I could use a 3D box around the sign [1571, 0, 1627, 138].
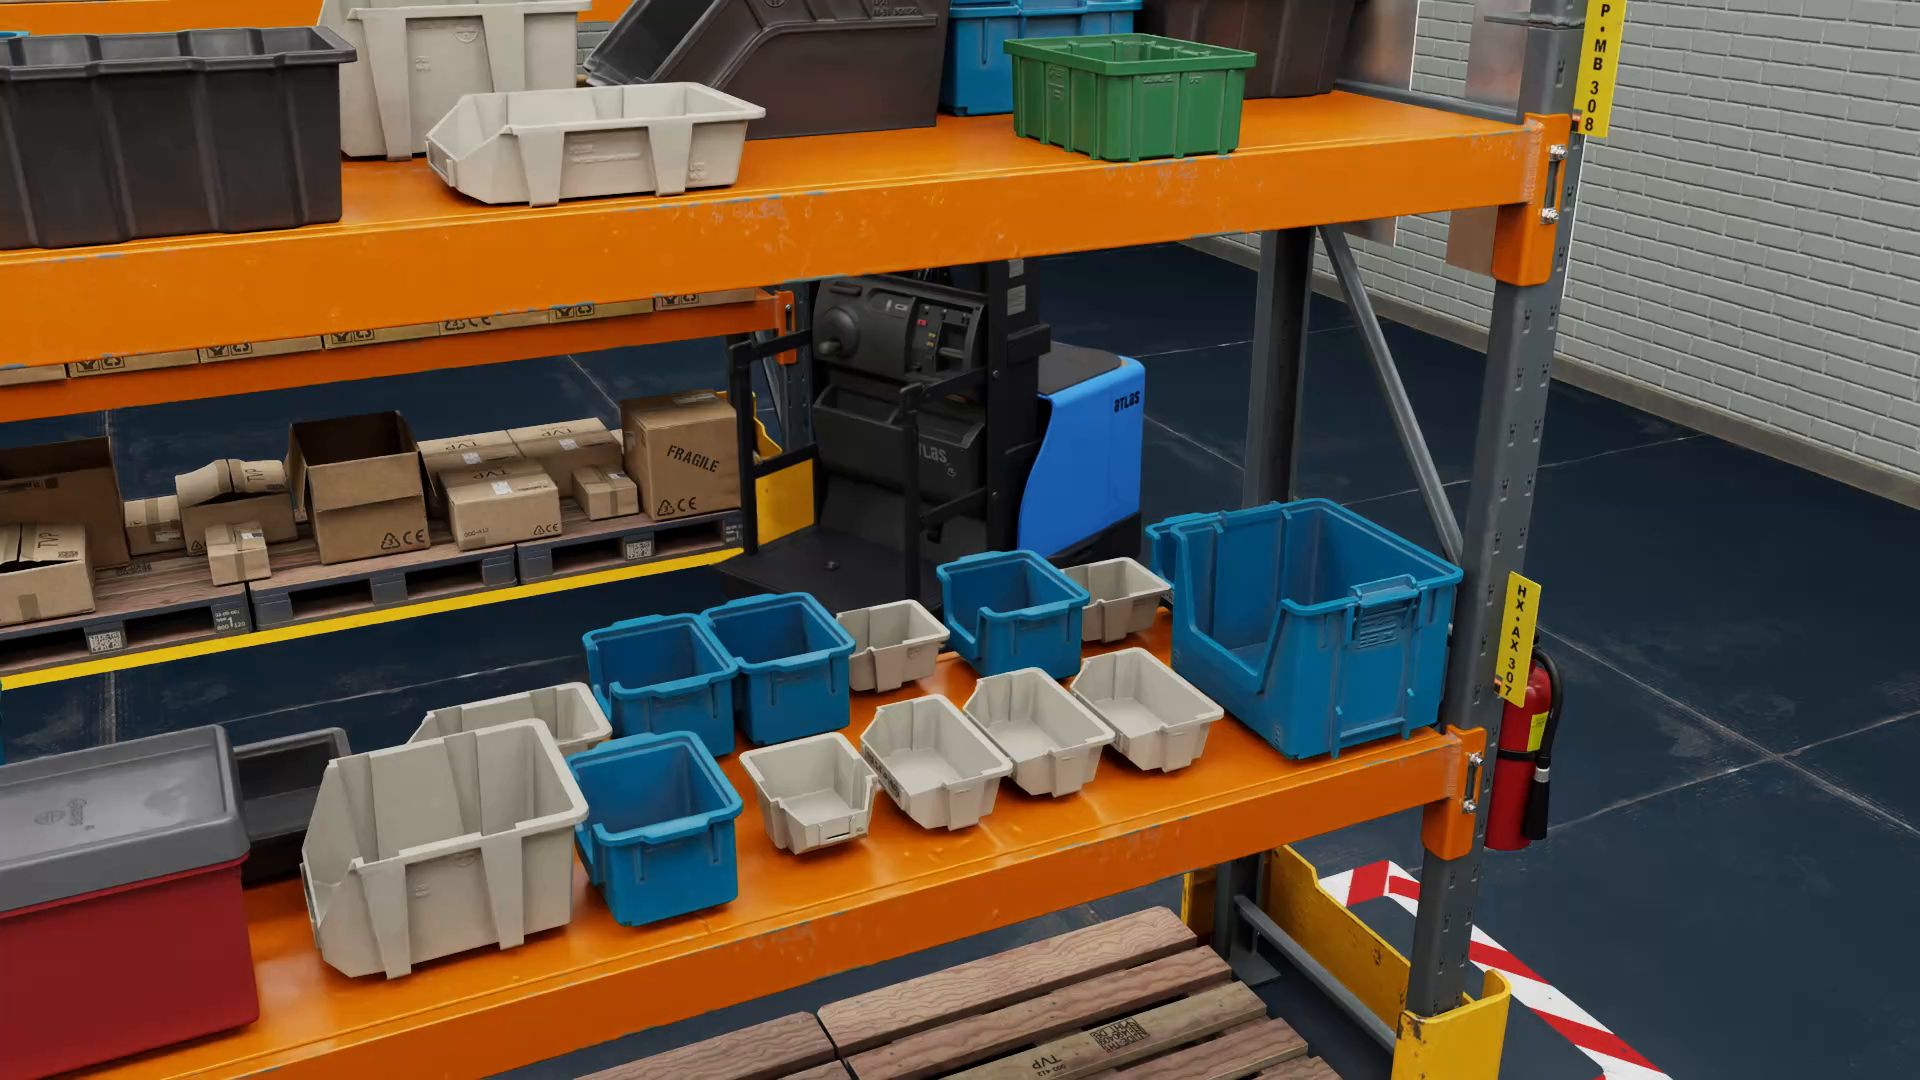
[{"bbox_3d":[1.349,-1.020,3.507,0.005,0.325,0.100,-10,25,-24],"label":"sign"}]

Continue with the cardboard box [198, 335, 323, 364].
[{"bbox_3d":[-3.165,-1.118,7.399,0.500,0.500,0.500,-11,25,-24],"label":"cardboard box"}]

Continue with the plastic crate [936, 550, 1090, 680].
[{"bbox_3d":[0.137,0.217,4.444,0.300,0.233,0.416,-10,25,-24],"label":"plastic crate"}]

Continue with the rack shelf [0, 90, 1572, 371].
[{"bbox_3d":[-0.707,-0.591,3.275,4.000,0.370,1.077,-10,25,-24],"label":"rack shelf"}]

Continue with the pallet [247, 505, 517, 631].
[{"bbox_3d":[-2.934,0.058,8.335,1.213,0.211,1.003,-10,25,-24],"label":"pallet"}]

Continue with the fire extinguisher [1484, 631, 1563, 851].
[{"bbox_3d":[1.428,0.470,4.280,0.183,0.674,0.296,-10,25,-24],"label":"fire extinguisher"}]

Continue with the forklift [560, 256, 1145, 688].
[{"bbox_3d":[-0.413,-0.914,7.125,1.130,2.935,3.031,18,28,36],"label":"forklift"}]

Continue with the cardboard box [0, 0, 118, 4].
[{"bbox_3d":[-3.656,-2.307,6.675,0.500,0.250,0.500,-10,25,-24],"label":"cardboard box"}]

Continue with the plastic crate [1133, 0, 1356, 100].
[{"bbox_3d":[0.628,-1.227,4.041,0.590,0.269,0.497,-10,25,-24],"label":"plastic crate"}]

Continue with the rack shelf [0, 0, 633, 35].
[{"bbox_3d":[-2.852,-2.299,7.400,4.000,0.370,1.077,-10,25,-24],"label":"rack shelf"}]

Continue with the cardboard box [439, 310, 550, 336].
[{"bbox_3d":[-2.253,-1.287,7.806,0.500,0.500,0.500,-10,25,-23],"label":"cardboard box"}]

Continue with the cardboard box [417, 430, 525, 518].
[{"bbox_3d":[-2.564,-0.351,8.697,0.500,0.250,0.500,-10,25,-24],"label":"cardboard box"}]

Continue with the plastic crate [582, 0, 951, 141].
[{"bbox_3d":[-0.400,-1.068,3.567,0.767,0.338,0.504,-10,25,-24],"label":"plastic crate"}]

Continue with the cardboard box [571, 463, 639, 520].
[{"bbox_3d":[-1.837,-0.260,8.585,0.250,0.166,0.380,-10,25,-24],"label":"cardboard box"}]

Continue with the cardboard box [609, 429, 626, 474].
[{"bbox_3d":[-1.801,-0.479,9.113,0.250,0.166,0.380,-10,25,-24],"label":"cardboard box"}]

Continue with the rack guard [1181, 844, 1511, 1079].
[{"bbox_3d":[1.111,1.277,5.011,0.348,0.500,1.175,-10,25,-24],"label":"rack guard"}]

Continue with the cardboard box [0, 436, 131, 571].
[{"bbox_3d":[-4.263,-0.154,7.893,0.500,0.500,0.500,-10,25,-24],"label":"cardboard box"}]

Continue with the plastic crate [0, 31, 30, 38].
[{"bbox_3d":[-1.827,-0.775,2.998,0.300,0.233,0.416,-10,25,-24],"label":"plastic crate"}]

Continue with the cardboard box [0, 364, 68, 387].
[{"bbox_3d":[-4.076,-0.950,6.993,0.500,0.500,0.500,-10,24,-22],"label":"cardboard box"}]

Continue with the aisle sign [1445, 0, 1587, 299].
[{"bbox_3d":[1.287,-0.981,3.800,0.004,0.787,0.394,-10,25,-24],"label":"aisle sign"}]

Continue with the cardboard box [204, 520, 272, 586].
[{"bbox_3d":[-3.407,0.050,7.835,0.250,0.166,0.380,-10,25,-24],"label":"cardboard box"}]

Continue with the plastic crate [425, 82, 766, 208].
[{"bbox_3d":[-0.659,-0.705,2.954,0.530,0.136,0.437,-10,25,-24],"label":"plastic crate"}]

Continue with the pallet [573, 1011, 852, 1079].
[{"bbox_3d":[-0.762,1.744,4.262,1.213,0.211,1.003,-10,25,-24],"label":"pallet"}]

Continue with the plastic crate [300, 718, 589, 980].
[{"bbox_3d":[-1.053,0.632,3.379,0.530,0.282,0.437,-10,25,-24],"label":"plastic crate"}]

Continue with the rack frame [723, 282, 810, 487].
[{"bbox_3d":[-1.050,-1.577,8.638,0.127,3.000,1.000,-10,25,-24],"label":"rack frame"}]

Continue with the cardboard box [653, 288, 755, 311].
[{"bbox_3d":[-1.335,-1.455,8.212,0.500,0.500,0.500,-10,24,-22],"label":"cardboard box"}]

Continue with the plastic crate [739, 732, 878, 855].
[{"bbox_3d":[-0.327,0.576,3.703,0.250,0.136,0.298,-10,25,-24],"label":"plastic crate"}]

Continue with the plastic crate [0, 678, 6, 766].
[{"bbox_3d":[-2.236,0.579,3.372,0.575,0.384,0.392,-10,25,-24],"label":"plastic crate"}]

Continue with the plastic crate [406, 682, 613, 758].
[{"bbox_3d":[-1.070,0.496,3.896,0.466,0.136,0.293,-10,25,-24],"label":"plastic crate"}]

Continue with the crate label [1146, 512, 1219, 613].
[{"bbox_3d":[0.730,0.108,4.708,0.303,0.233,0.416,-10,25,-24],"label":"crate label"}]

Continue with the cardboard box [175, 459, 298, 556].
[{"bbox_3d":[-3.588,-0.191,8.230,0.500,0.311,0.500,-10,25,-24],"label":"cardboard box"}]

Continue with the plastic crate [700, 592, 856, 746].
[{"bbox_3d":[-0.456,0.326,4.180,0.300,0.233,0.416,-10,25,-24],"label":"plastic crate"}]

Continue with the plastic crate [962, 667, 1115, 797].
[{"bbox_3d":[0.172,0.466,3.969,0.243,0.136,0.396,-10,25,-24],"label":"plastic crate"}]

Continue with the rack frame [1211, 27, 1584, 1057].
[{"bbox_3d":[1.095,0.131,4.512,0.127,3.000,1.000,-10,25,-24],"label":"rack frame"}]
